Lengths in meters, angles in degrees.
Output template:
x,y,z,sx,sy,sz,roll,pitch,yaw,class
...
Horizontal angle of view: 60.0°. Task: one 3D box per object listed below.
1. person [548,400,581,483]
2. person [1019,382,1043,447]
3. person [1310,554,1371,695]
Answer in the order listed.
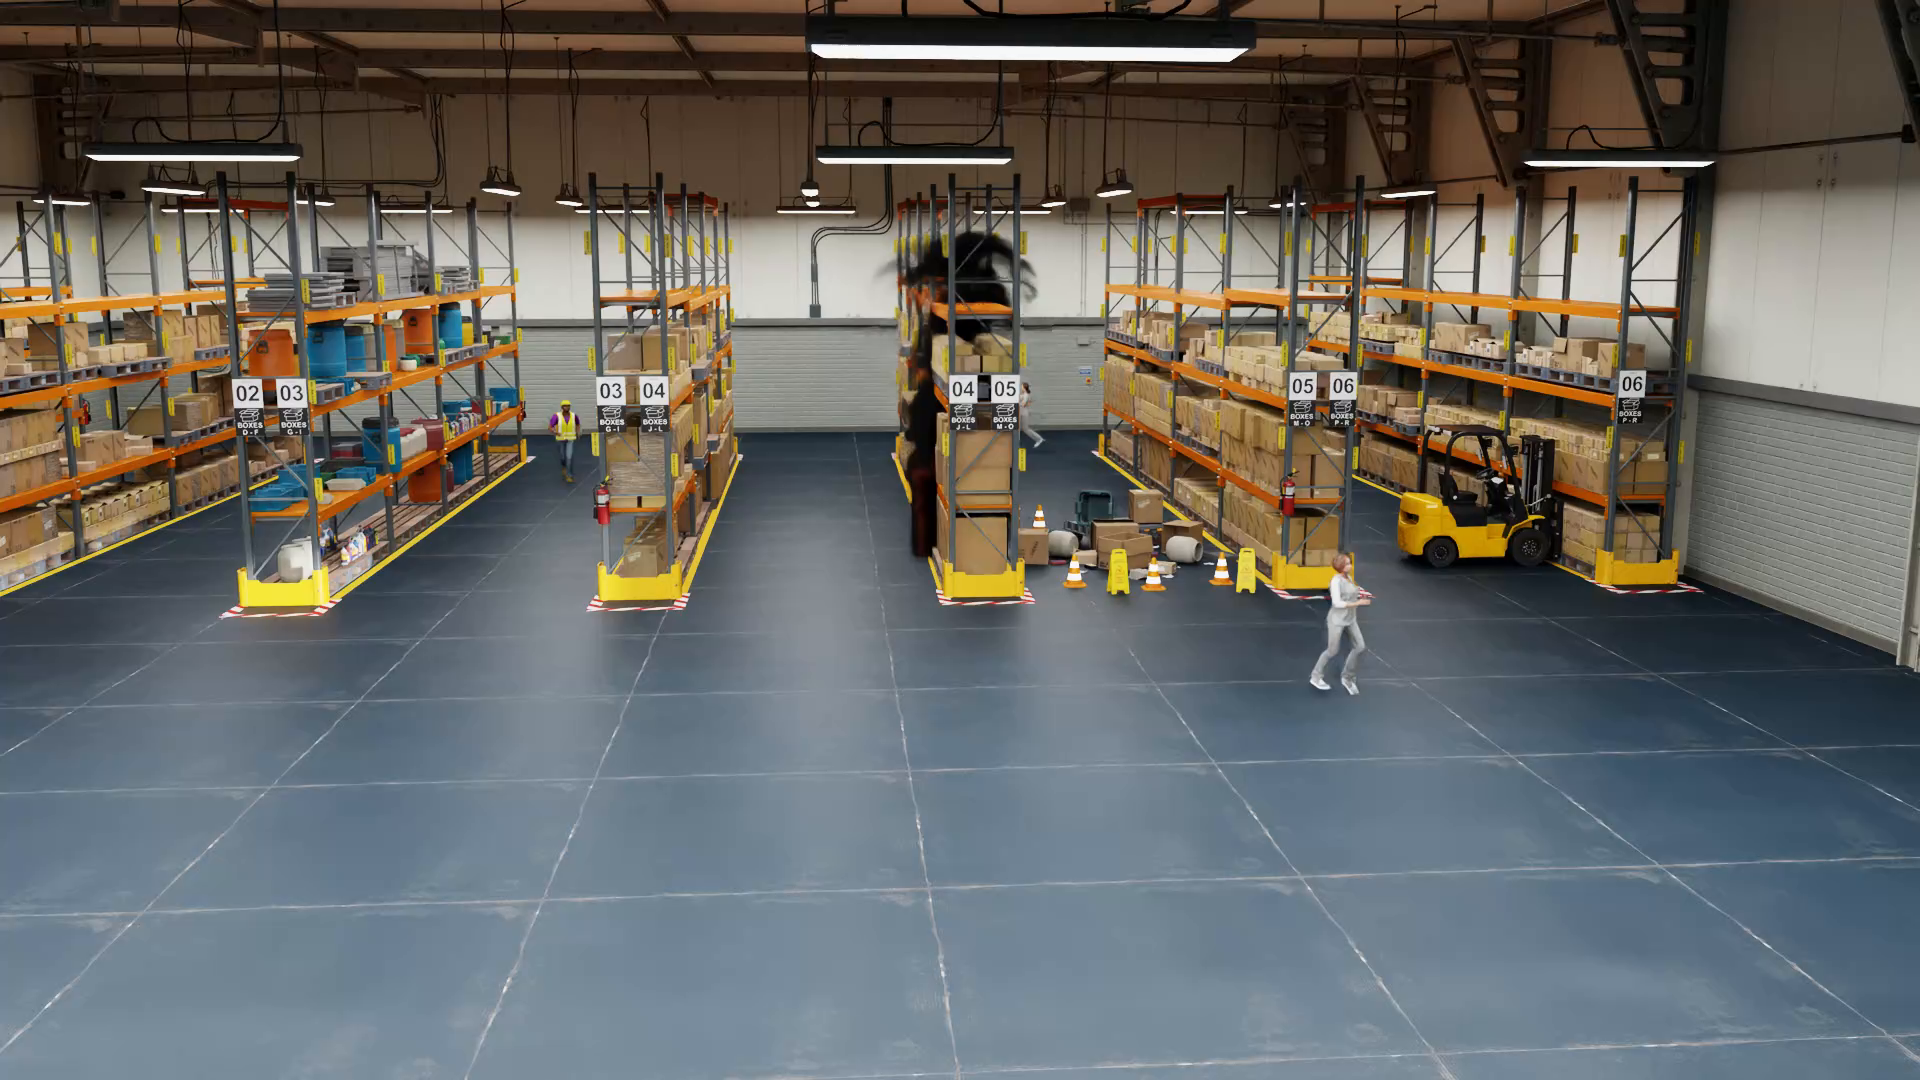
x,y,z,sx,sy,sz,roll,pitch,yaw,class
-8.501,-2.141,35.831,0.690,1.764,0.815,-3,11,-18,person
1.583,-3.077,41.190,0.969,1.647,0.567,-1,10,-6,person
4.296,0.961,18.689,0.684,1.647,0.526,9,14,42,person
